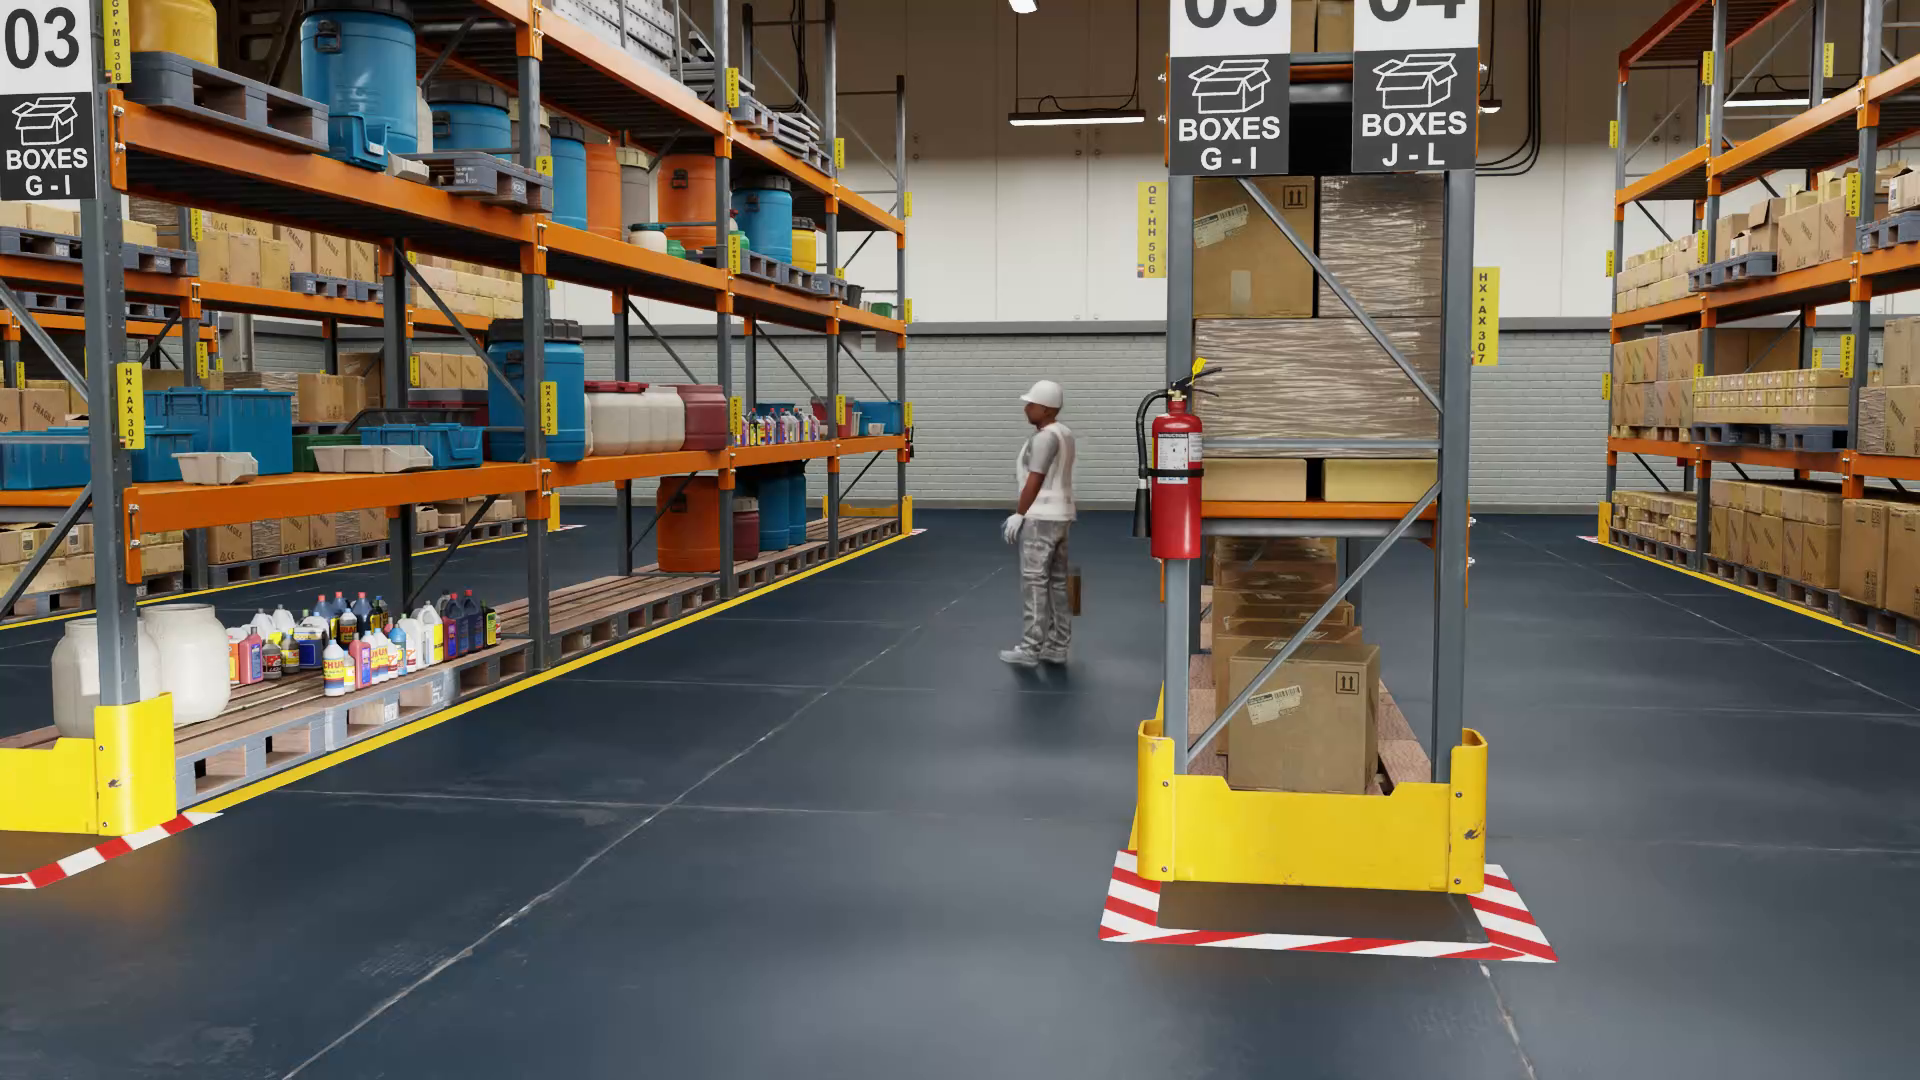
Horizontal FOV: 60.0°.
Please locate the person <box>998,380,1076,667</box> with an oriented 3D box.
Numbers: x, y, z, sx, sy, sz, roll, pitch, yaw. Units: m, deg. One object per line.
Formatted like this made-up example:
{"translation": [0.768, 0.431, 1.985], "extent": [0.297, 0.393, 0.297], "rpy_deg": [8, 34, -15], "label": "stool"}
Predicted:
{"translation": [0.490, -0.105, 10.468], "extent": [0.480, 1.793, 0.577], "rpy_deg": [2, 5, 19], "label": "person"}
